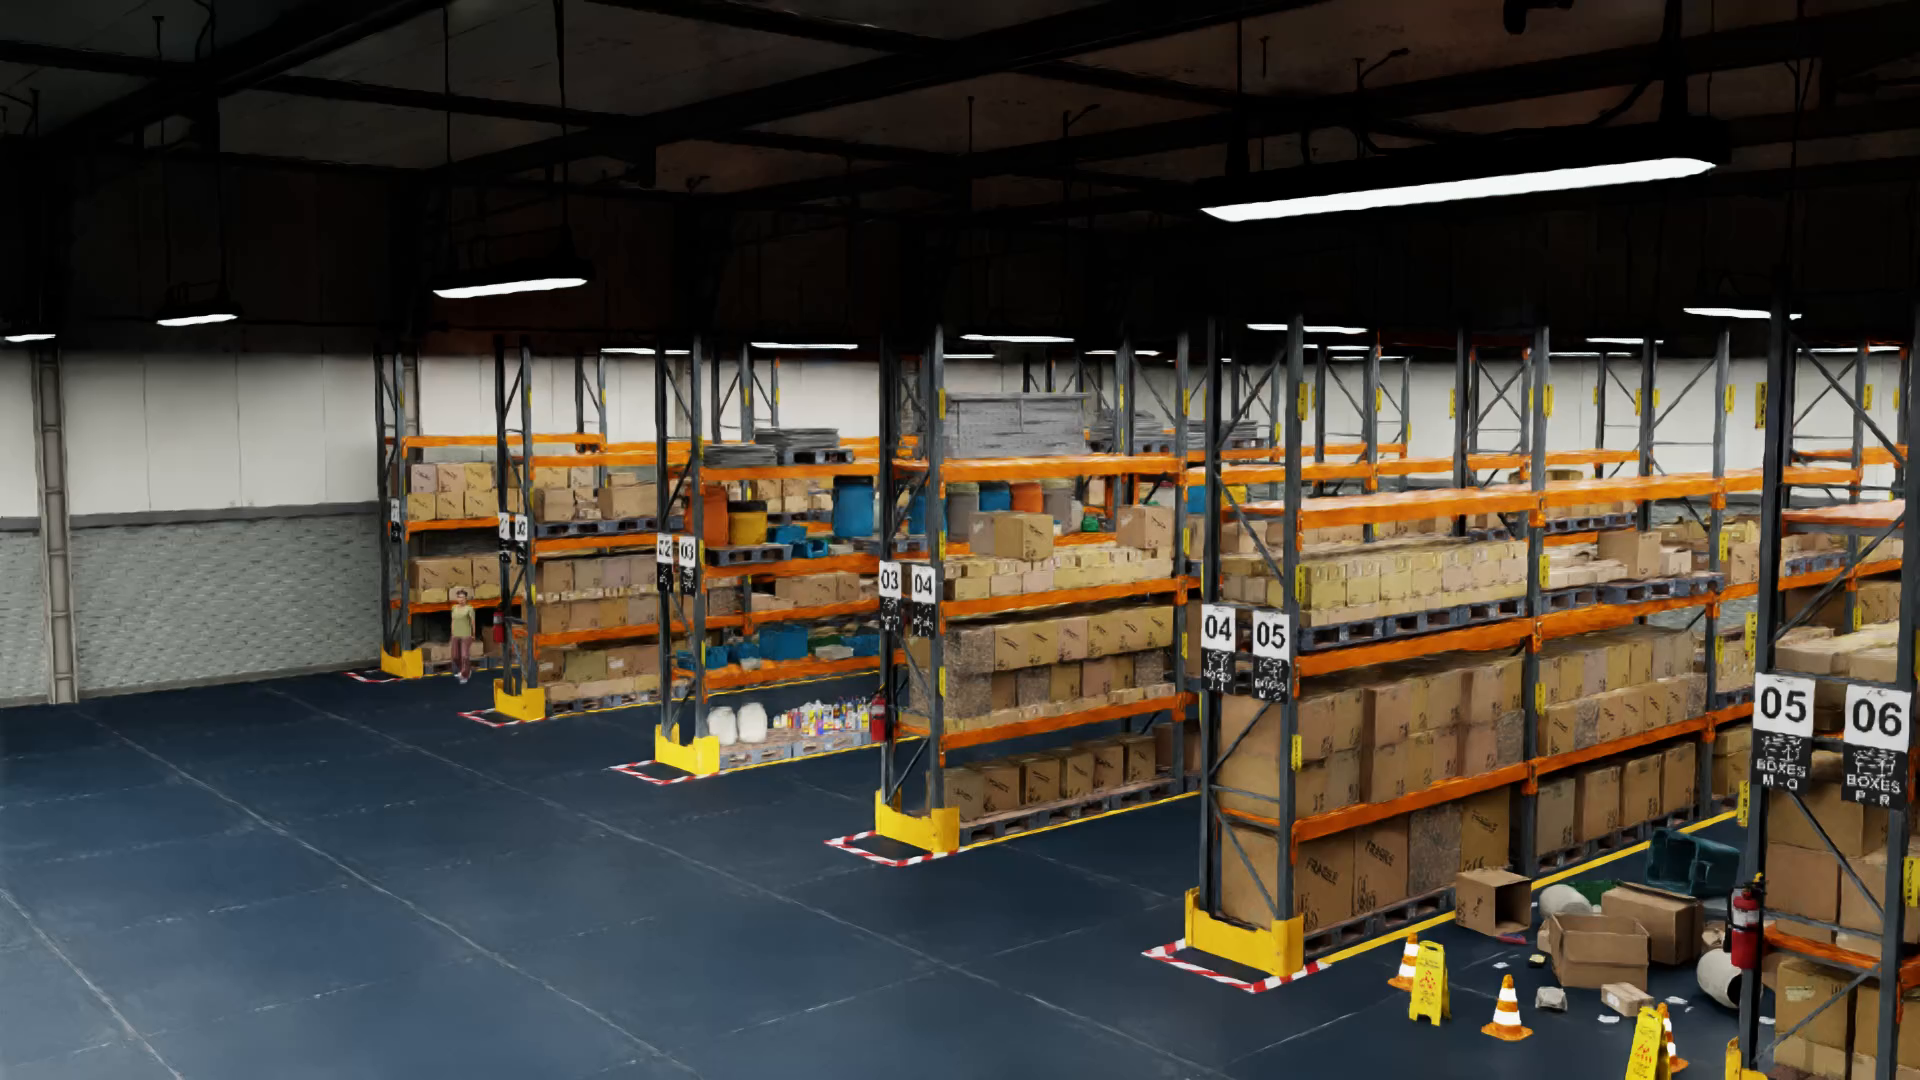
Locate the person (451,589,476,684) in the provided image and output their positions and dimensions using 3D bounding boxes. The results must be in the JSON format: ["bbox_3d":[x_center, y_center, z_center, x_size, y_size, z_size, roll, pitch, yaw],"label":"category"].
[{"bbox_3d":[-8.734,1.678,29.287,0.502,1.659,0.536,1,5,13],"label":"person"}]
